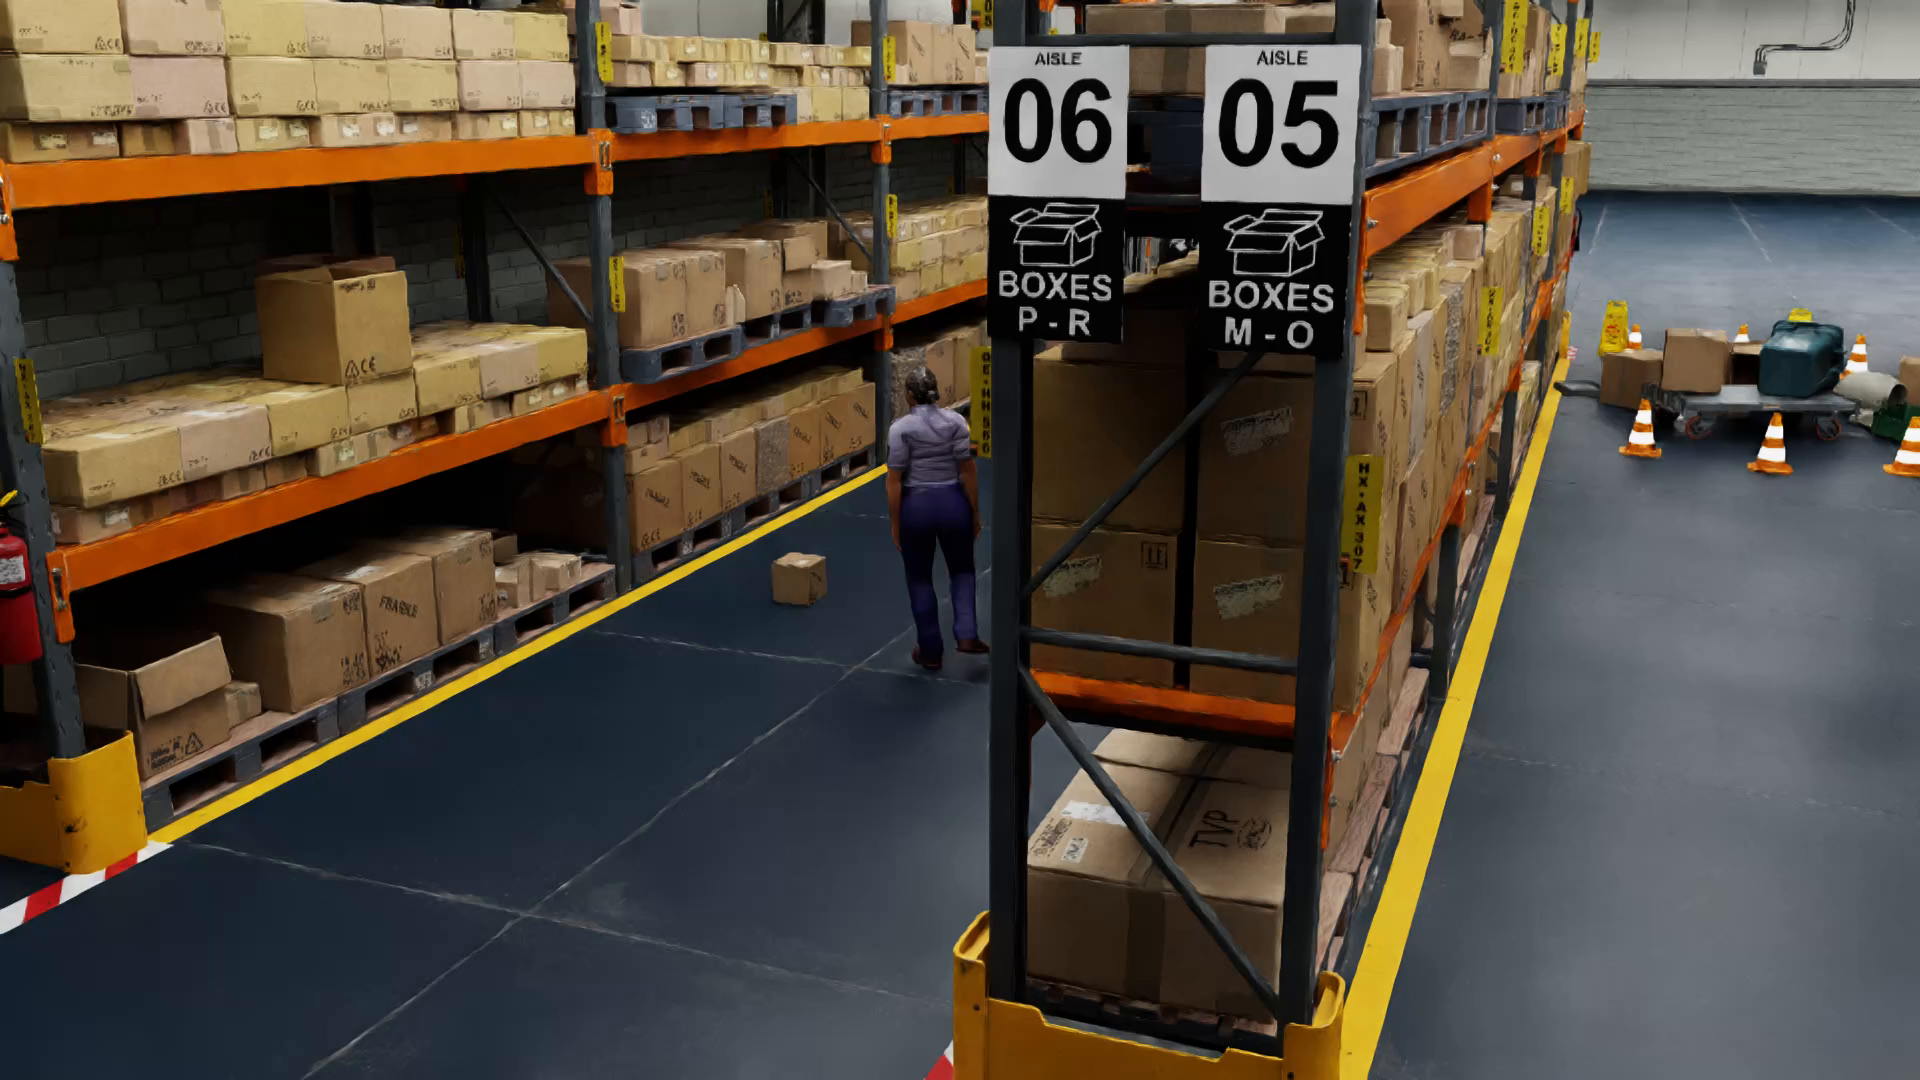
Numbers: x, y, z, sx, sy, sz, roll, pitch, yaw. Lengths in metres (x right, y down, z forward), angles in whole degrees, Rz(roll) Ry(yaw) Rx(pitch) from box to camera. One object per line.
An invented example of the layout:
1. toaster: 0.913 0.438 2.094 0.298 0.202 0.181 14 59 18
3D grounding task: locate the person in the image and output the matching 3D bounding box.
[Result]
1. person: -0.113 -0.098 8.906 0.556 1.640 0.530 -4 16 -13
